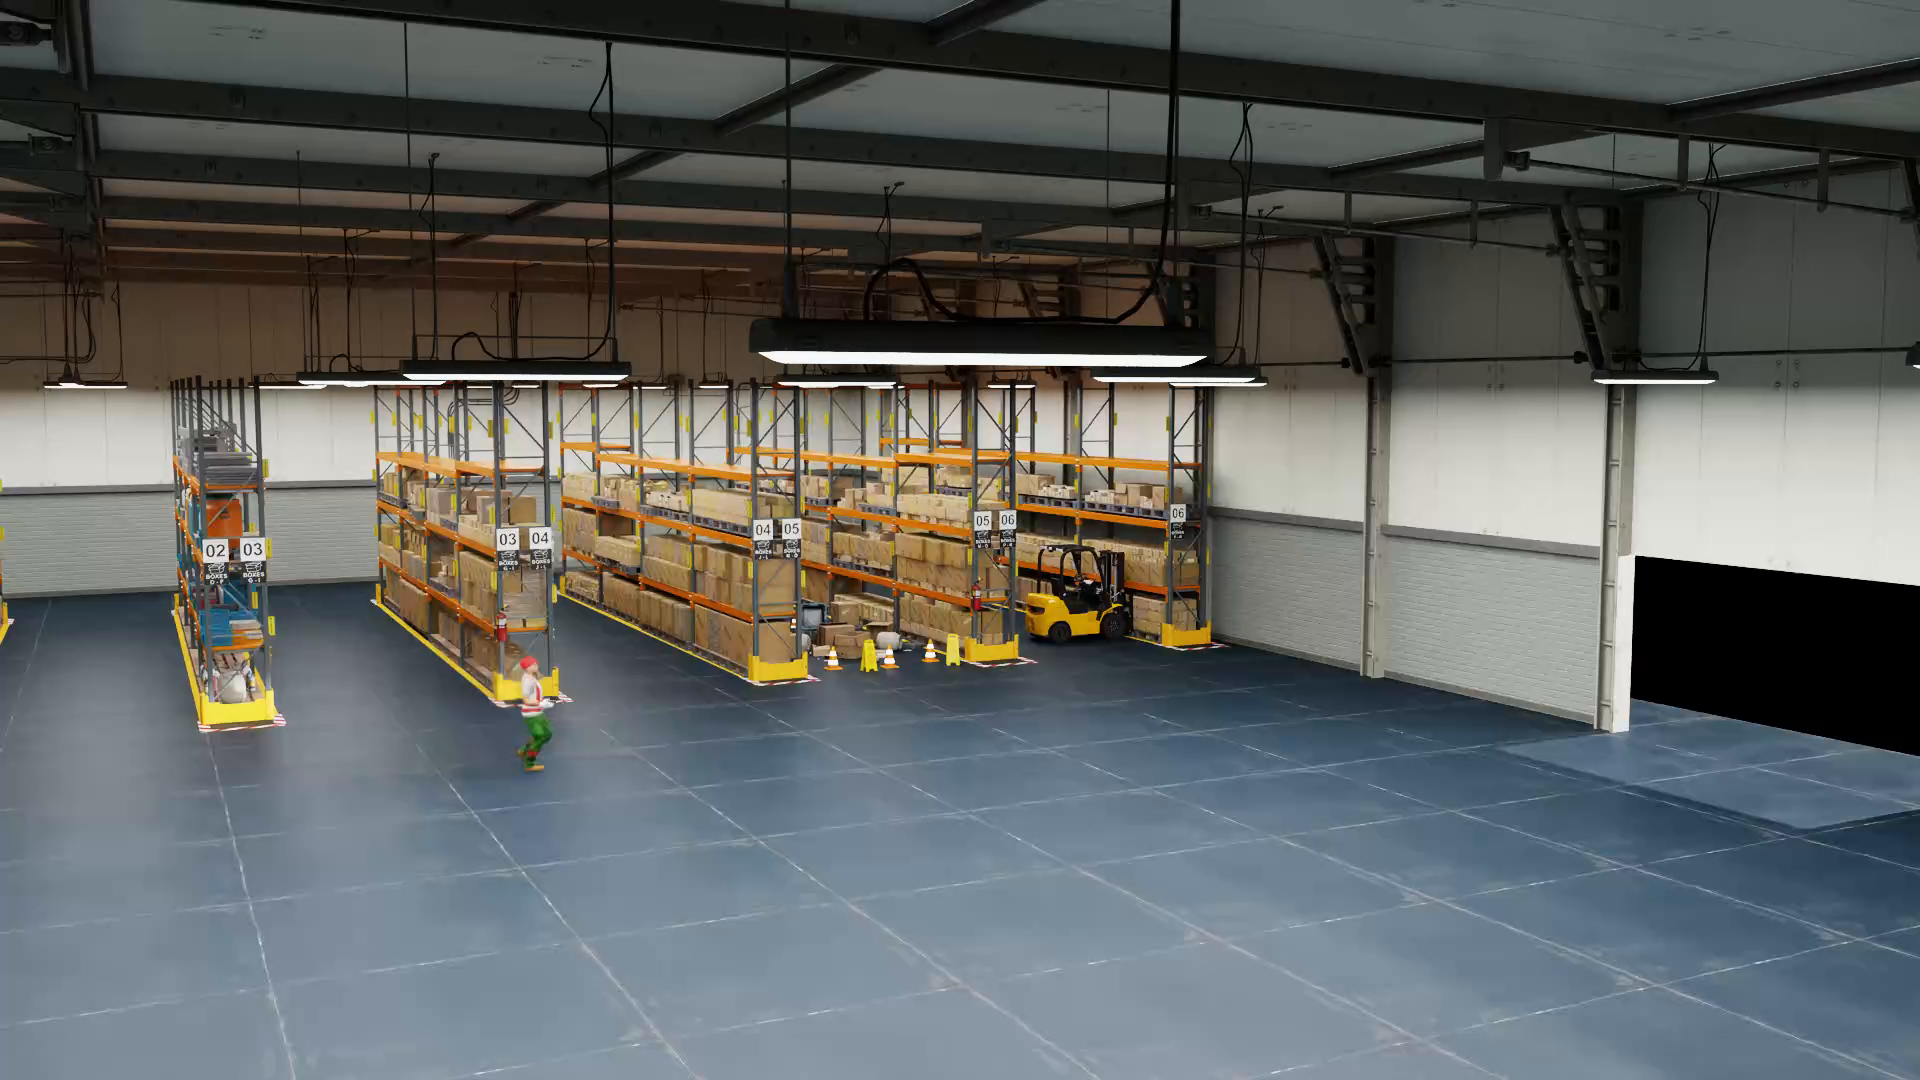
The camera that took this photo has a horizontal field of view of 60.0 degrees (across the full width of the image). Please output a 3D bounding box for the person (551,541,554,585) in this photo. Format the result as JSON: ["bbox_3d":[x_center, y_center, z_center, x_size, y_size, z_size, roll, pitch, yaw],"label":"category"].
[{"bbox_3d":[-11.991,0.573,48.222,0.635,1.701,0.801,-5,7,-44],"label":"person"}]

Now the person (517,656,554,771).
[{"bbox_3d":[-6.409,2.617,25.100,0.595,1.740,0.648,-1,5,-8],"label":"person"}]

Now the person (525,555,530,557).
[{"bbox_3d":[-12.452,0.755,47.135,0.708,1.598,0.510,2,5,19],"label":"person"}]
